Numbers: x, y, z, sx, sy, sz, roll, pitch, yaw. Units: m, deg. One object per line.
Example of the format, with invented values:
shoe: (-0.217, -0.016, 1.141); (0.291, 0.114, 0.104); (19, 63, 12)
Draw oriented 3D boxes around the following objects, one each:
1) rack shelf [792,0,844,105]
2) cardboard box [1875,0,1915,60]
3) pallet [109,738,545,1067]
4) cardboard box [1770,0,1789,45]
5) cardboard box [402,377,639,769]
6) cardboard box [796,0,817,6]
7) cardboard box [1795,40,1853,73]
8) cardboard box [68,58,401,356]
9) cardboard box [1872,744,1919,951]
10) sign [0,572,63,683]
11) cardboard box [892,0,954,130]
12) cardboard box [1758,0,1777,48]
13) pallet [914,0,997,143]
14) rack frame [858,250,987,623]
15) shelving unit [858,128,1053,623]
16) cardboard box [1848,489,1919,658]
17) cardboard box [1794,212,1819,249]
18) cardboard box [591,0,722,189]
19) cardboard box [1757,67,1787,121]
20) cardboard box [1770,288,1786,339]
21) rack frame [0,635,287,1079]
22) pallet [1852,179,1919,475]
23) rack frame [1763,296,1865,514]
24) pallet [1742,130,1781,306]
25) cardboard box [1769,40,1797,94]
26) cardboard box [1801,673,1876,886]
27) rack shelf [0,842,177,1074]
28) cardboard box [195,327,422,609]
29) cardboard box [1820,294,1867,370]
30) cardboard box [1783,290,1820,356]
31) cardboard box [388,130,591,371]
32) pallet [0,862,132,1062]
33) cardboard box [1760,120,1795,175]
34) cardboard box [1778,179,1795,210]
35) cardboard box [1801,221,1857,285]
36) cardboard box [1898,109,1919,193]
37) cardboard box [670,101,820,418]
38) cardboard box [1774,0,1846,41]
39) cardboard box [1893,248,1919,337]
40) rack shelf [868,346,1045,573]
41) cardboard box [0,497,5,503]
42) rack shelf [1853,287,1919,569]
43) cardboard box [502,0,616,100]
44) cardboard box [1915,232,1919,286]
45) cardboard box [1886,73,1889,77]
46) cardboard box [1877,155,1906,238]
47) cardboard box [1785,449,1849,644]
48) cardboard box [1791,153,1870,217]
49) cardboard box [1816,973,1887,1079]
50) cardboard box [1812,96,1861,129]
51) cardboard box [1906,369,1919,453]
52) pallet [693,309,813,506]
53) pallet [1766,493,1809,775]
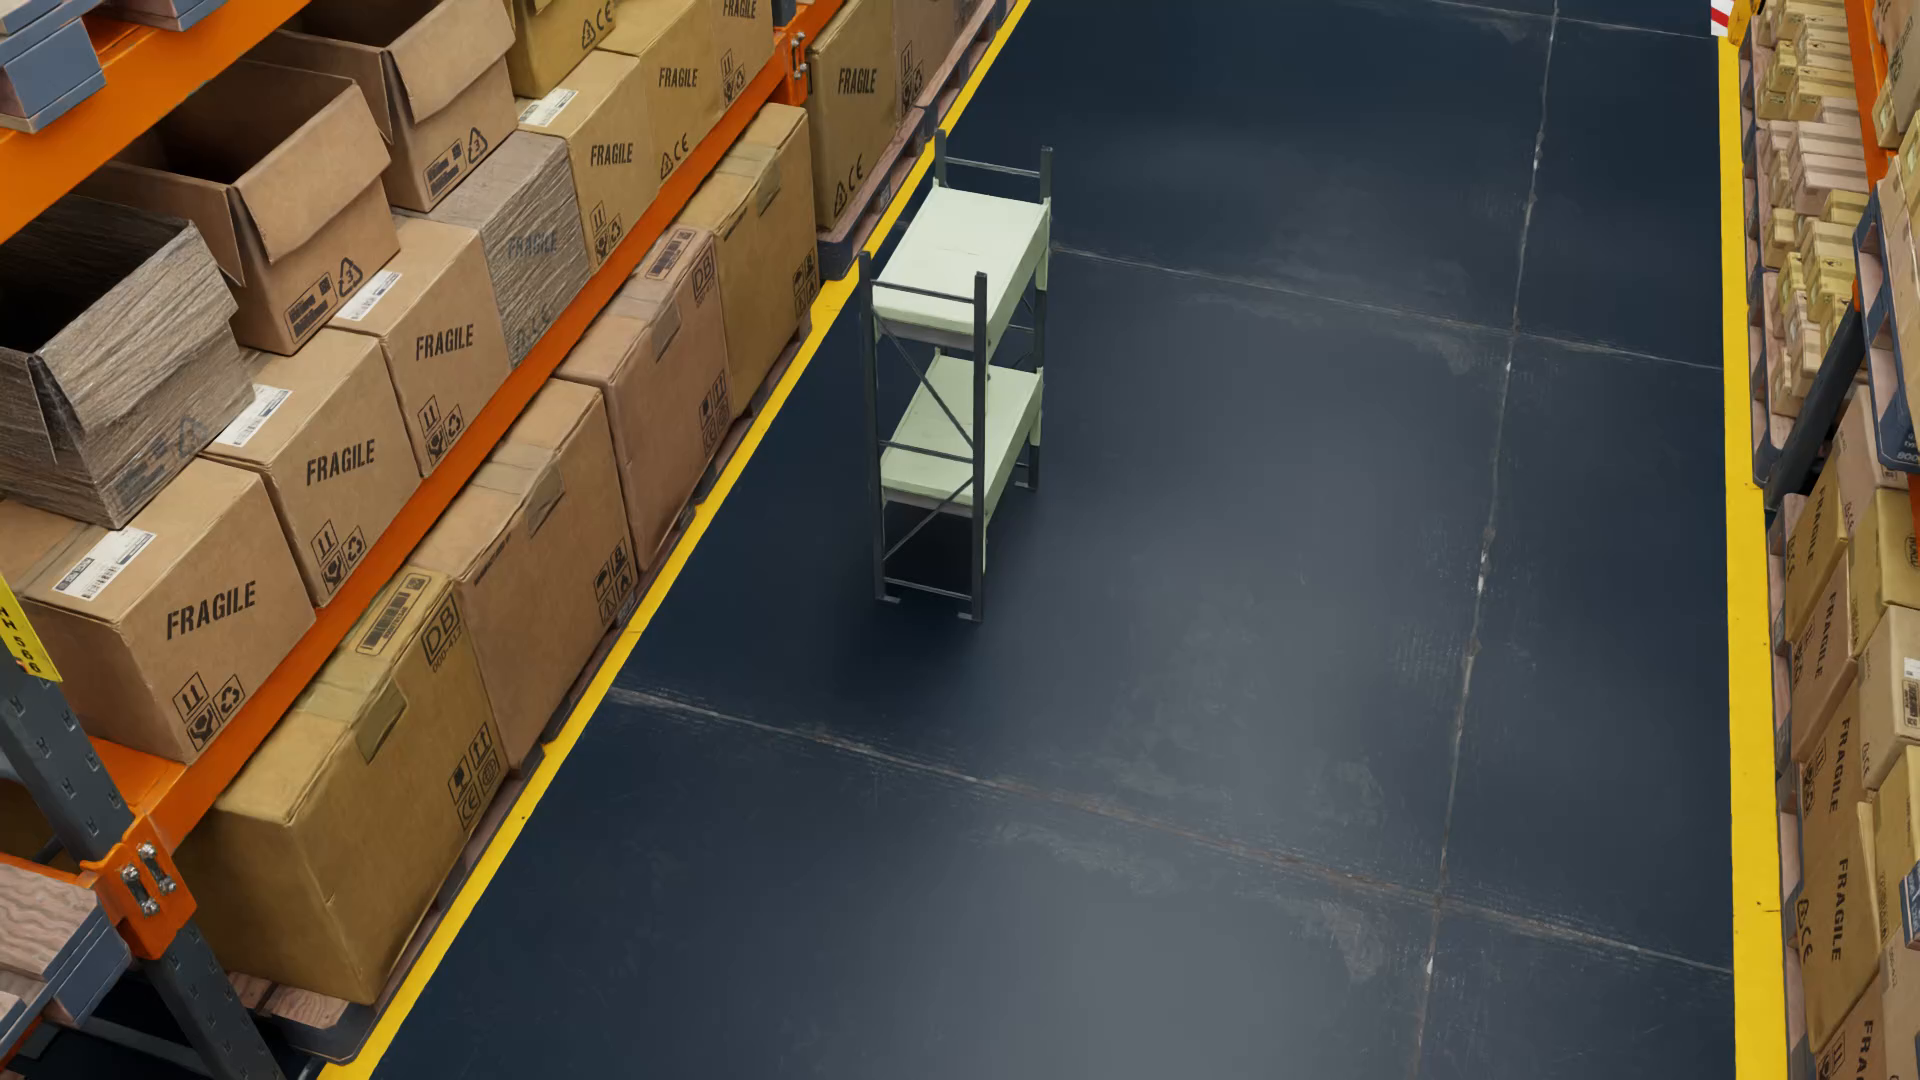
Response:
rack shelf: (-0.520, -3.311, 8.004); (1.077, 0.370, 4.000); (13, 46, 13)
cardboard box: (3.606, -1.988, 5.852); (0.500, 0.500, 0.500); (11, 46, 11)
pallet: (-2.027, 0.918, 5.161); (1.003, 0.211, 1.213); (13, 46, 13)
cardboard box: (4.242, -2.556, 8.242); (0.380, 0.149, 0.250); (12, 46, 12)
cardboard box: (-1.831, -0.008, 5.332); (1.225, 0.875, 0.875); (13, 46, 13)
cardboard box: (-0.719, -2.272, 6.607); (0.380, 0.149, 0.250); (13, 46, 13)
cardboard box: (4.043, -2.134, 7.599); (0.380, 0.149, 0.250); (14, 46, 14)
cardboard box: (-1.901, -0.881, 4.217); (0.797, 0.503, 0.637); (14, 46, 13)
cardboard box: (2.628, 0.838, 4.199); (0.500, 0.250, 0.500); (14, 46, 13)
sign: (-1.817, 0.154, 3.177); (0.100, 0.325, 0.005); (13, 46, 13)
cardboard box: (-0.577, -2.649, 8.031); (0.875, 0.875, 0.875); (13, 46, 13)
cardboard box: (4.318, -2.633, 8.534); (0.380, 0.149, 0.250); (13, 46, 13)
pallet: (-0.453, -2.545, 8.700); (1.003, 0.211, 1.213); (13, 46, 12)
rack frame: (-0.113, -0.288, 5.472); (0.400, 1.500, 0.023); (13, 46, 12)
shelving unit: (-0.002, -0.532, 5.721); (0.431, 1.500, 0.755); (13, 46, 12)
cardboard box: (2.936, 0.150, 4.903); (0.500, 0.250, 0.500); (14, 46, 14)
cardboard box: (3.725, -1.318, 6.977); (0.380, 0.149, 0.250); (14, 46, 13)
cardboard box: (-1.164, -1.573, 5.641); (0.500, 0.500, 0.500); (14, 46, 14)
cardboard box: (4.066, -2.127, 8.017); (0.380, 0.149, 0.250); (13, 46, 13)
cardboard box: (3.541, -0.927, 6.791); (0.380, 0.149, 0.250); (11, 45, 11)
rack frame: (-2.337, 0.431, 3.665); (1.000, 3.000, 0.127); (13, 46, 13)
pallet: (3.200, -0.570, 4.825); (1.003, 0.211, 1.213); (13, 46, 13)
rack frame: (3.570, -1.117, 5.247); (1.000, 3.000, 0.127); (13, 46, 13)
pallet: (4.108, -1.392, 7.521); (1.003, 0.211, 1.213); (13, 46, 13)
cardboard box: (4.071, -2.226, 7.905); (0.380, 0.149, 0.250); (14, 46, 14)
cardboard box: (2.790, 0.767, 4.808); (0.500, 0.500, 0.500); (13, 46, 13)
rack shelf: (-2.943, 2.021, 2.554); (1.077, 0.370, 4.000); (13, 46, 13)
cardboard box: (-1.777, -0.215, 4.254); (0.500, 0.500, 0.500); (11, 46, 11)
cardboard box: (3.430, -0.753, 6.188); (0.380, 0.149, 0.250); (14, 46, 14)
cardboard box: (3.433, -0.815, 6.464); (0.380, 0.149, 0.250); (11, 45, 11)
cardboard box: (-1.472, -0.890, 4.944); (0.500, 0.500, 0.500); (13, 46, 13)
pallet: (-2.452, 0.997, 3.224); (1.213, 0.211, 1.003); (13, 46, 13)
cardboard box: (3.921, -1.790, 7.672); (0.380, 0.149, 0.250); (10, 45, 11)
cardboard box: (3.821, -1.432, 7.306); (0.380, 0.149, 0.250); (13, 46, 13)
cardboard box: (3.538, -1.100, 6.542); (0.380, 0.149, 0.250); (12, 46, 12)
cardboard box: (3.013, -1.119, 4.915); (0.380, 0.149, 0.250); (13, 46, 13)
cardboard box: (-1.301, -1.195, 6.546); (1.225, 0.875, 0.875); (13, 46, 13)
cardboard box: (4.132, -2.500, 7.973); (0.380, 0.149, 0.250); (12, 46, 12)
cardboard box: (2.855, -0.661, 4.660); (0.380, 0.149, 0.250); (13, 46, 13)
rack shelf: (-0.002, -0.299, 5.949); (0.431, 0.370, 0.720); (13, 46, 12)
cardboard box: (-2.424, 0.014, 4.020); (0.500, 0.500, 0.500); (14, 46, 14)
rack shelf: (2.965, 0.473, 4.136); (1.077, 0.370, 4.000); (13, 46, 13)
cardboard box: (-1.530, -1.747, 5.102); (0.797, 0.503, 0.637); (13, 46, 13)
cardboard box: (2.858, -0.774, 4.562); (0.380, 0.149, 0.250); (14, 46, 13)
cardboard box: (3.546, -1.628, 5.948); (0.380, 0.149, 0.250); (14, 46, 14)
cardboard box: (3.013, -1.013, 5.019); (0.380, 0.149, 0.250); (11, 45, 11)
cardboard box: (3.094, 0.062, 5.529); (0.500, 0.500, 0.500); (14, 46, 14)
cardboard box: (3.685, -1.456, 6.906); (0.380, 0.149, 0.250); (10, 45, 11)
cardboard box: (2.470, 1.453, 4.108); (0.500, 0.500, 0.500); (14, 46, 14)
cardboard box: (3.935, -1.781, 7.238); (0.380, 0.149, 0.250); (13, 46, 13)
cardboard box: (2.701, -0.324, 4.316); (0.380, 0.149, 0.250); (11, 45, 11)
pallet: (-1.288, -0.708, 6.823); (1.003, 0.211, 1.213); (13, 46, 13)
pallet: (3.336, 0.399, 5.692); (1.003, 0.211, 1.213); (13, 46, 13)
